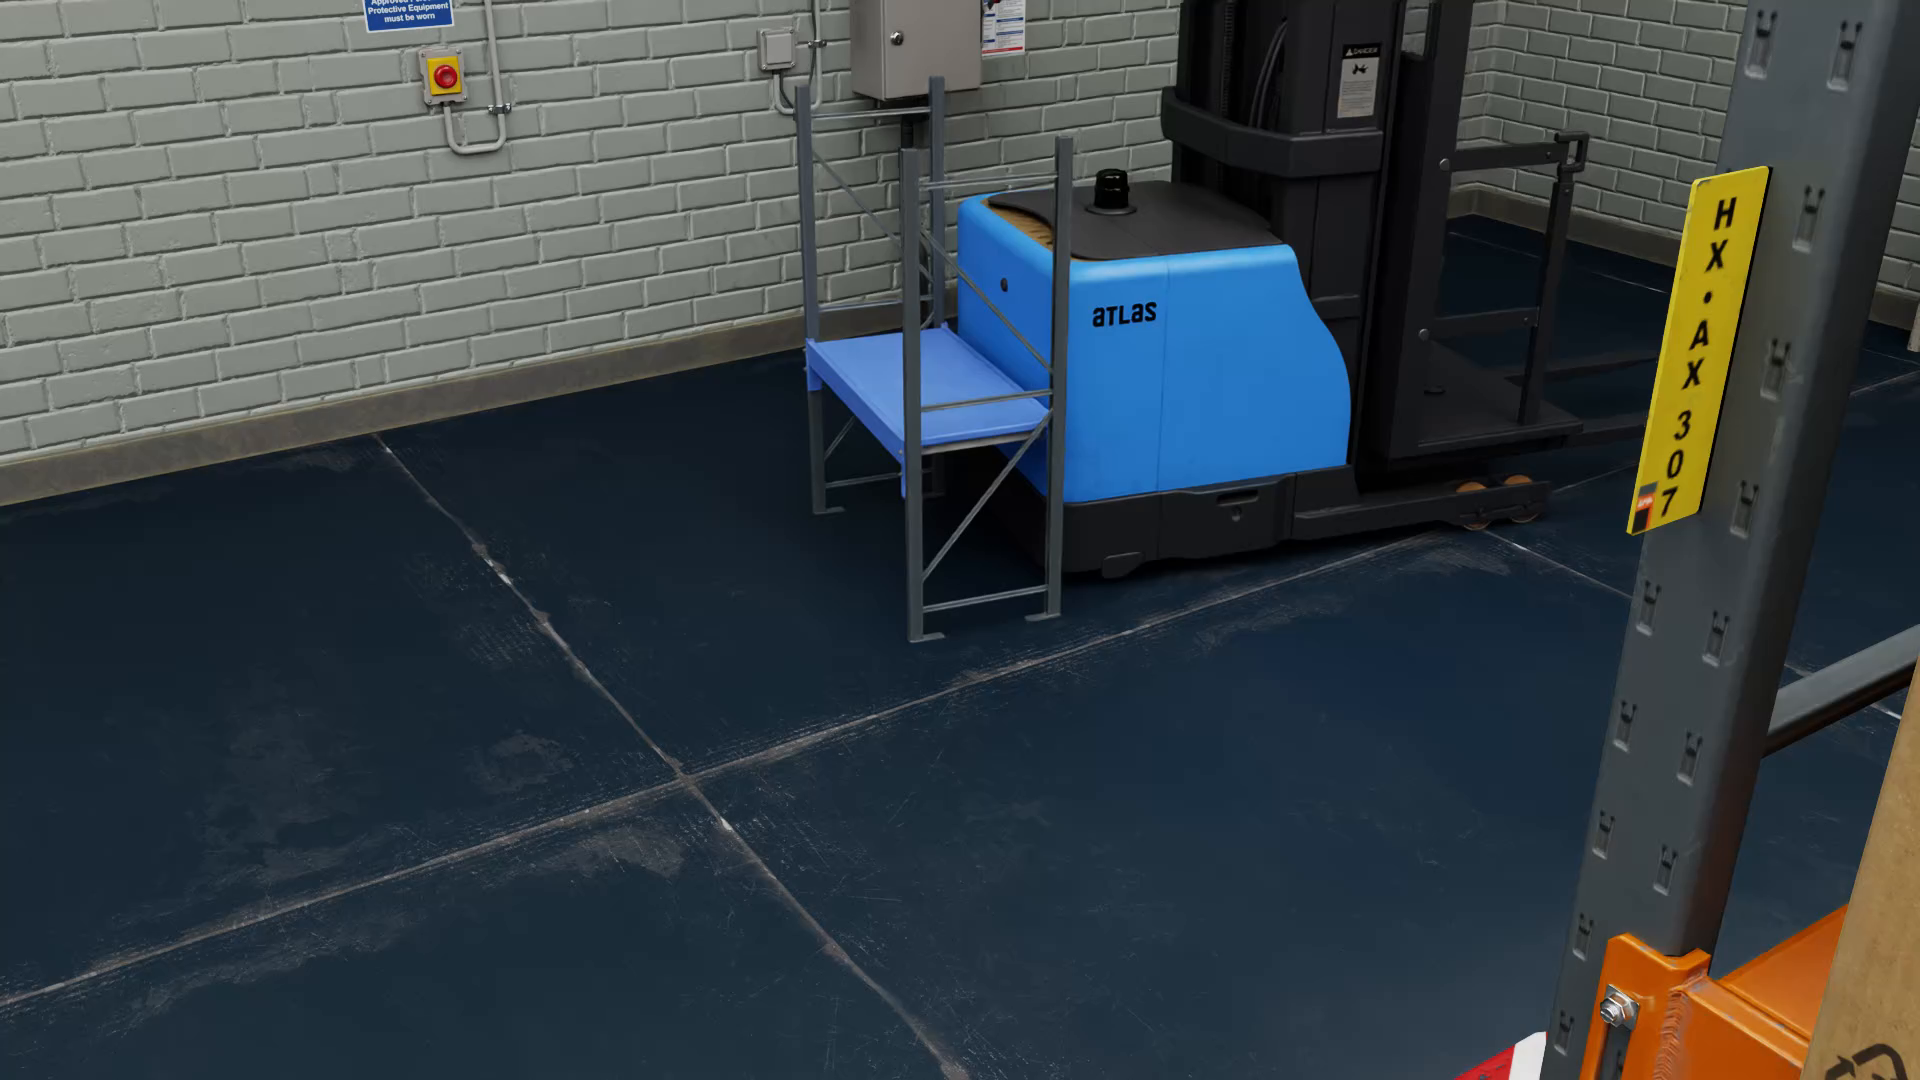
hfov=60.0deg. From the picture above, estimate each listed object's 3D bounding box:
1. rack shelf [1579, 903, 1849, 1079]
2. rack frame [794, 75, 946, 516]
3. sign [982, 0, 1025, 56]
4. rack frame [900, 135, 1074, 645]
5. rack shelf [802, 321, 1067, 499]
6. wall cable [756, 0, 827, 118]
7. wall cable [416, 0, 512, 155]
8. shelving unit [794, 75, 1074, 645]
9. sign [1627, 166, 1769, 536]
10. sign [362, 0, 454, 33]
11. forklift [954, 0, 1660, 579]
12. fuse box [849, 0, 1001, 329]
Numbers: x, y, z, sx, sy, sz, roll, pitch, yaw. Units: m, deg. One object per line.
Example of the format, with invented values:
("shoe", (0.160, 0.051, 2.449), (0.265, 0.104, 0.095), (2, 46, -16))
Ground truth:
("rack shelf", (2.212, 1.178, 0.583), (1.077, 0.370, 4.000), (-16, 29, -30))
("rack frame", (-0.291, -0.808, 5.705), (0.500, 1.500, 0.032), (-9, 27, -19))
("sign", (0.163, -2.457, 7.553), (0.329, 0.494, 0.001), (-16, 29, -30))
("rack frame", (0.077, -0.403, 4.847), (0.500, 1.500, 0.032), (-9, 27, -19))
("rack shelf", (-0.107, -0.443, 5.353), (0.538, 0.185, 1.000), (-9, 27, -19))
("wall cable", (-0.795, -2.668, 6.698), (0.588, 1.984, 0.122), (-16, 29, -30))
("wall cable", (-1.977, -2.348, 5.982), (0.585, 1.953, 0.123), (-16, 29, -30))
("shelving unit", (-0.107, -0.606, 5.276), (0.538, 1.500, 1.048), (-9, 27, -19))
("sign", (0.652, -0.163, 1.474), (0.100, 0.325, 0.005), (-16, 29, -30))
("sign", (-2.051, -2.007, 6.171), (0.327, 0.218, 0.001), (-16, 29, -30))
("forklift", (1.551, -1.563, 5.627), (3.031, 2.935, 1.130), (-8, 27, -17))
("fuse box", (-0.138, -1.729, 7.407), (0.539, 1.711, 0.414), (-16, 29, -30))
